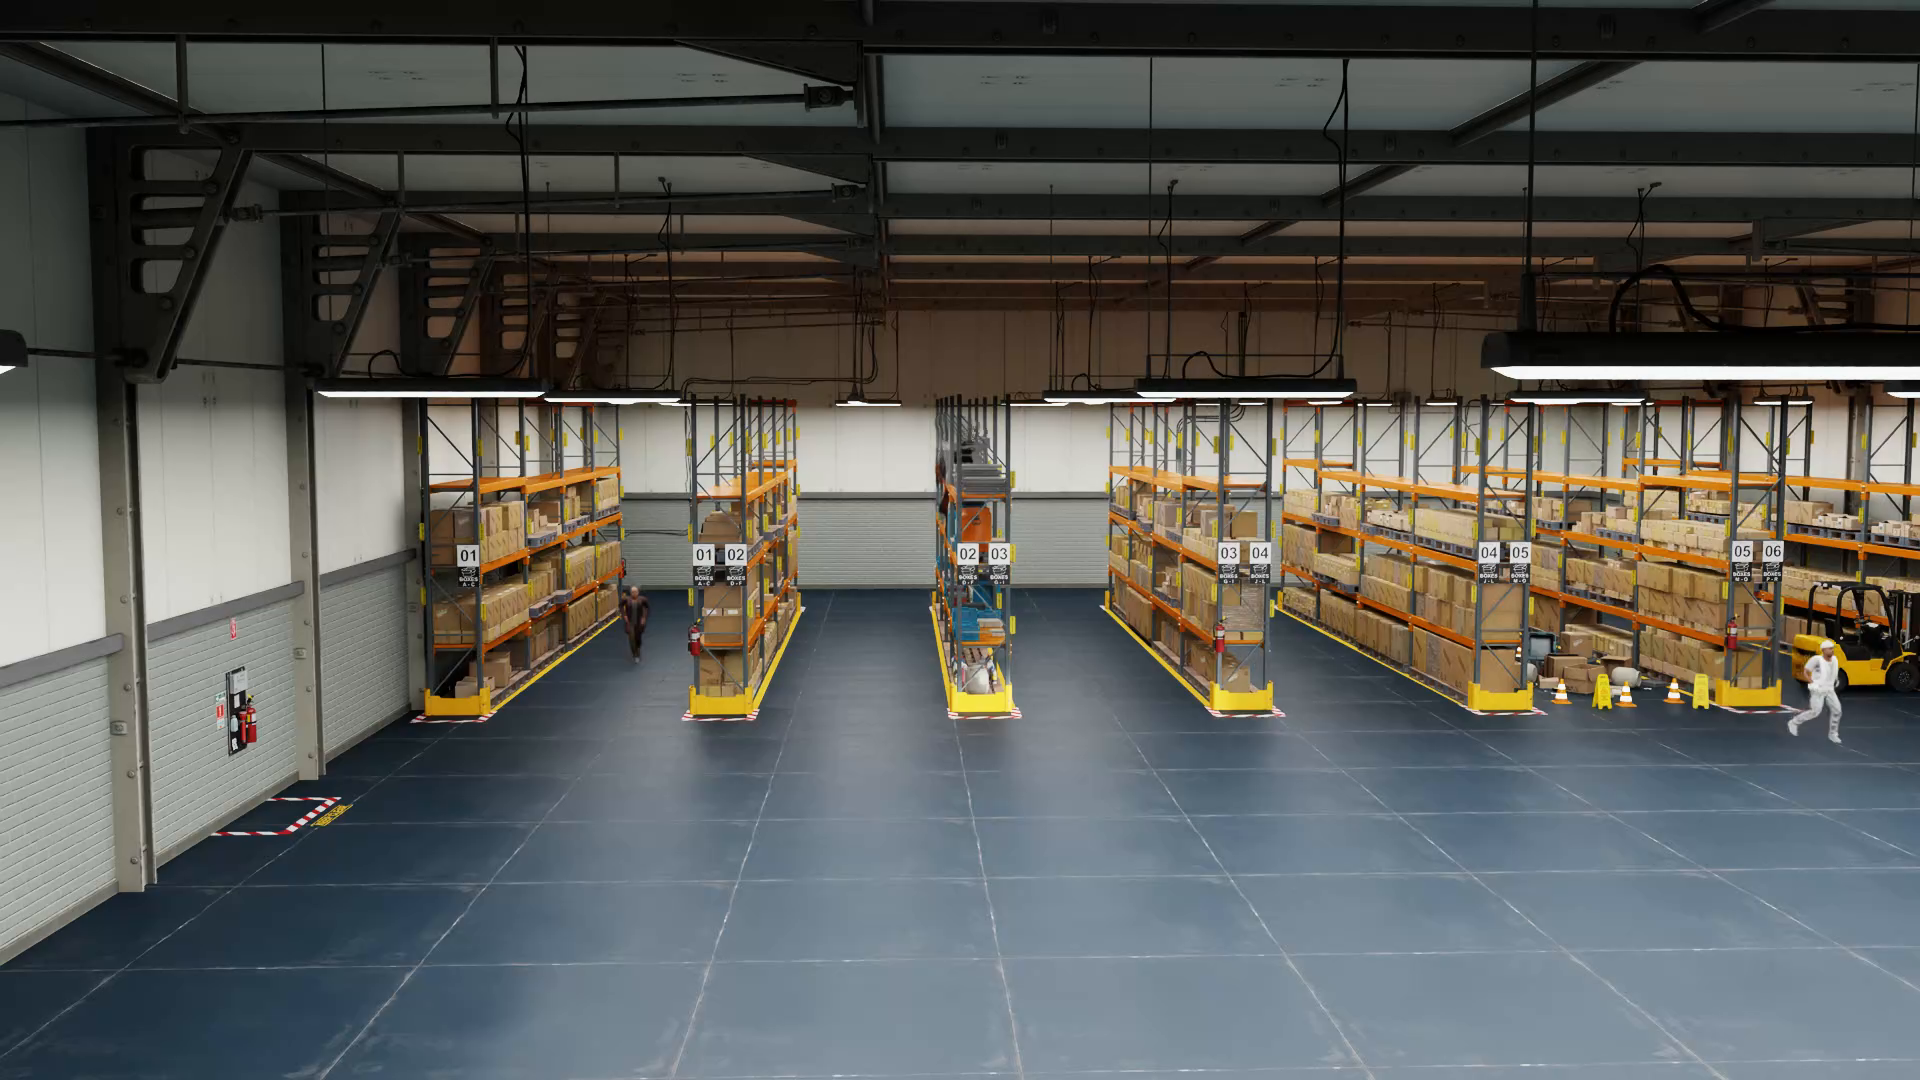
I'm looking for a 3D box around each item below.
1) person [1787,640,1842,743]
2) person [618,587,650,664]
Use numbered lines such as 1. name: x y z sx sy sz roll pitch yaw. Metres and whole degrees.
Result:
1. person: 14.866 2.612 28.737 0.892 1.777 0.707 -2 5 -24
2. person: -7.407 1.893 37.860 0.702 1.734 1.025 -1 5 -7
